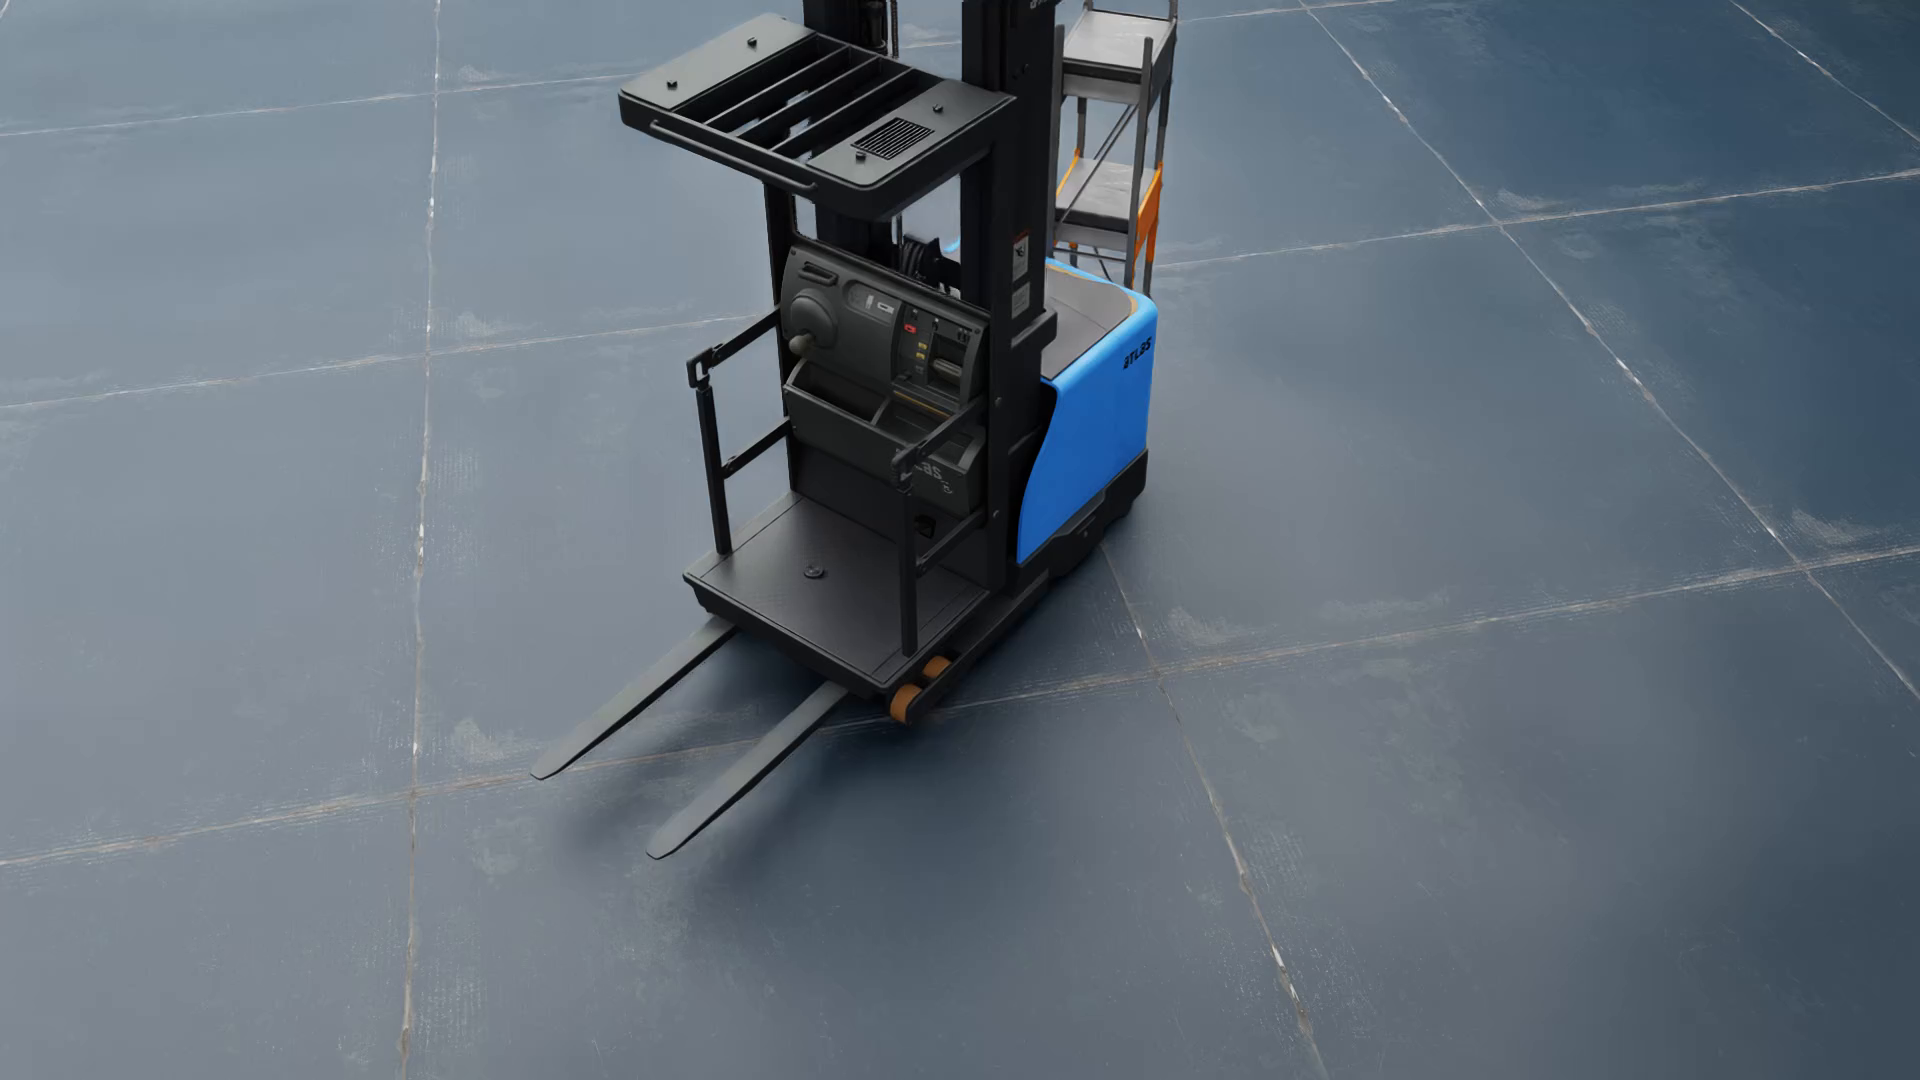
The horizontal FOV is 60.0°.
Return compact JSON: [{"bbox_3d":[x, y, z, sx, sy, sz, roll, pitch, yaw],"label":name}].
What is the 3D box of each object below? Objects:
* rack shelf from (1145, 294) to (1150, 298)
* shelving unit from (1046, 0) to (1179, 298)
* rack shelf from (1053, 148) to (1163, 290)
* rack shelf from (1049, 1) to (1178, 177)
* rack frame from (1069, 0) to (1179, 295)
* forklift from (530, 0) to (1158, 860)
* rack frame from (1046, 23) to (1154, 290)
[{"bbox_3d":[0.642,-0.878,8.011,0.431,0.518,0.480,12,43,13],"label":"rack shelf"},{"bbox_3d":[0.647,-1.411,7.537,0.431,2.100,0.503,12,43,13],"label":"shelving unit"},{"bbox_3d":[0.647,-1.400,7.546,0.431,0.518,0.480,12,43,13],"label":"rack shelf"},{"bbox_3d":[0.651,-1.923,7.080,0.431,0.518,0.480,12,43,13],"label":"rack shelf"},{"bbox_3d":[0.721,-1.565,7.710,0.400,2.100,0.015,12,43,13],"label":"rack frame"},{"bbox_3d":[-0.431,-0.726,6.142,1.130,2.935,3.031,27,48,27],"label":"forklift"},{"bbox_3d":[0.572,-1.256,7.363,0.400,2.100,0.015,12,43,13],"label":"rack frame"}]
